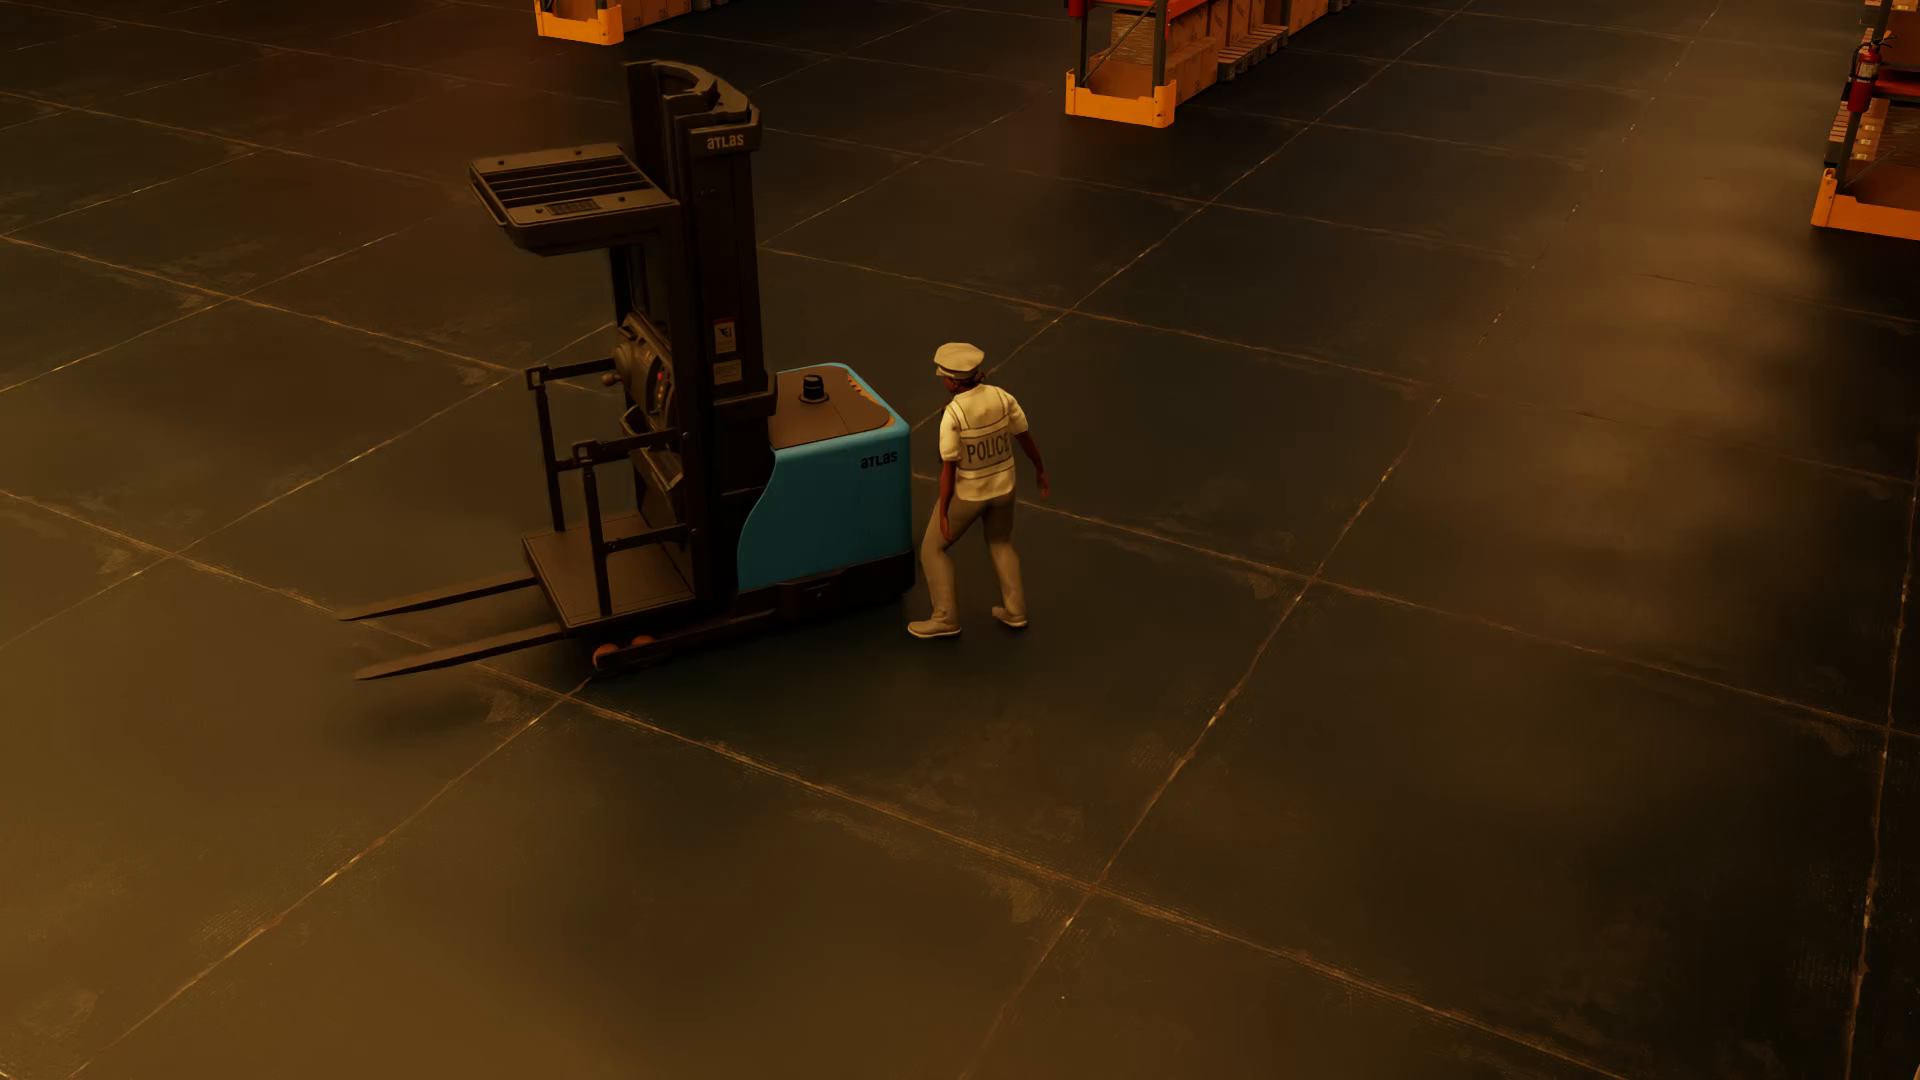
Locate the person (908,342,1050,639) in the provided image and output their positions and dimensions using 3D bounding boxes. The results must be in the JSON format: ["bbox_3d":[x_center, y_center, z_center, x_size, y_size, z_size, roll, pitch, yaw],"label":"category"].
[{"bbox_3d":[0.103,-0.238,8.845,0.812,1.638,0.436,-16,34,-26],"label":"person"}]

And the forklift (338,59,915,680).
[{"bbox_3d":[-1.810,-0.855,8.551,3.031,2.935,1.130,-14,33,-22],"label":"forklift"}]
